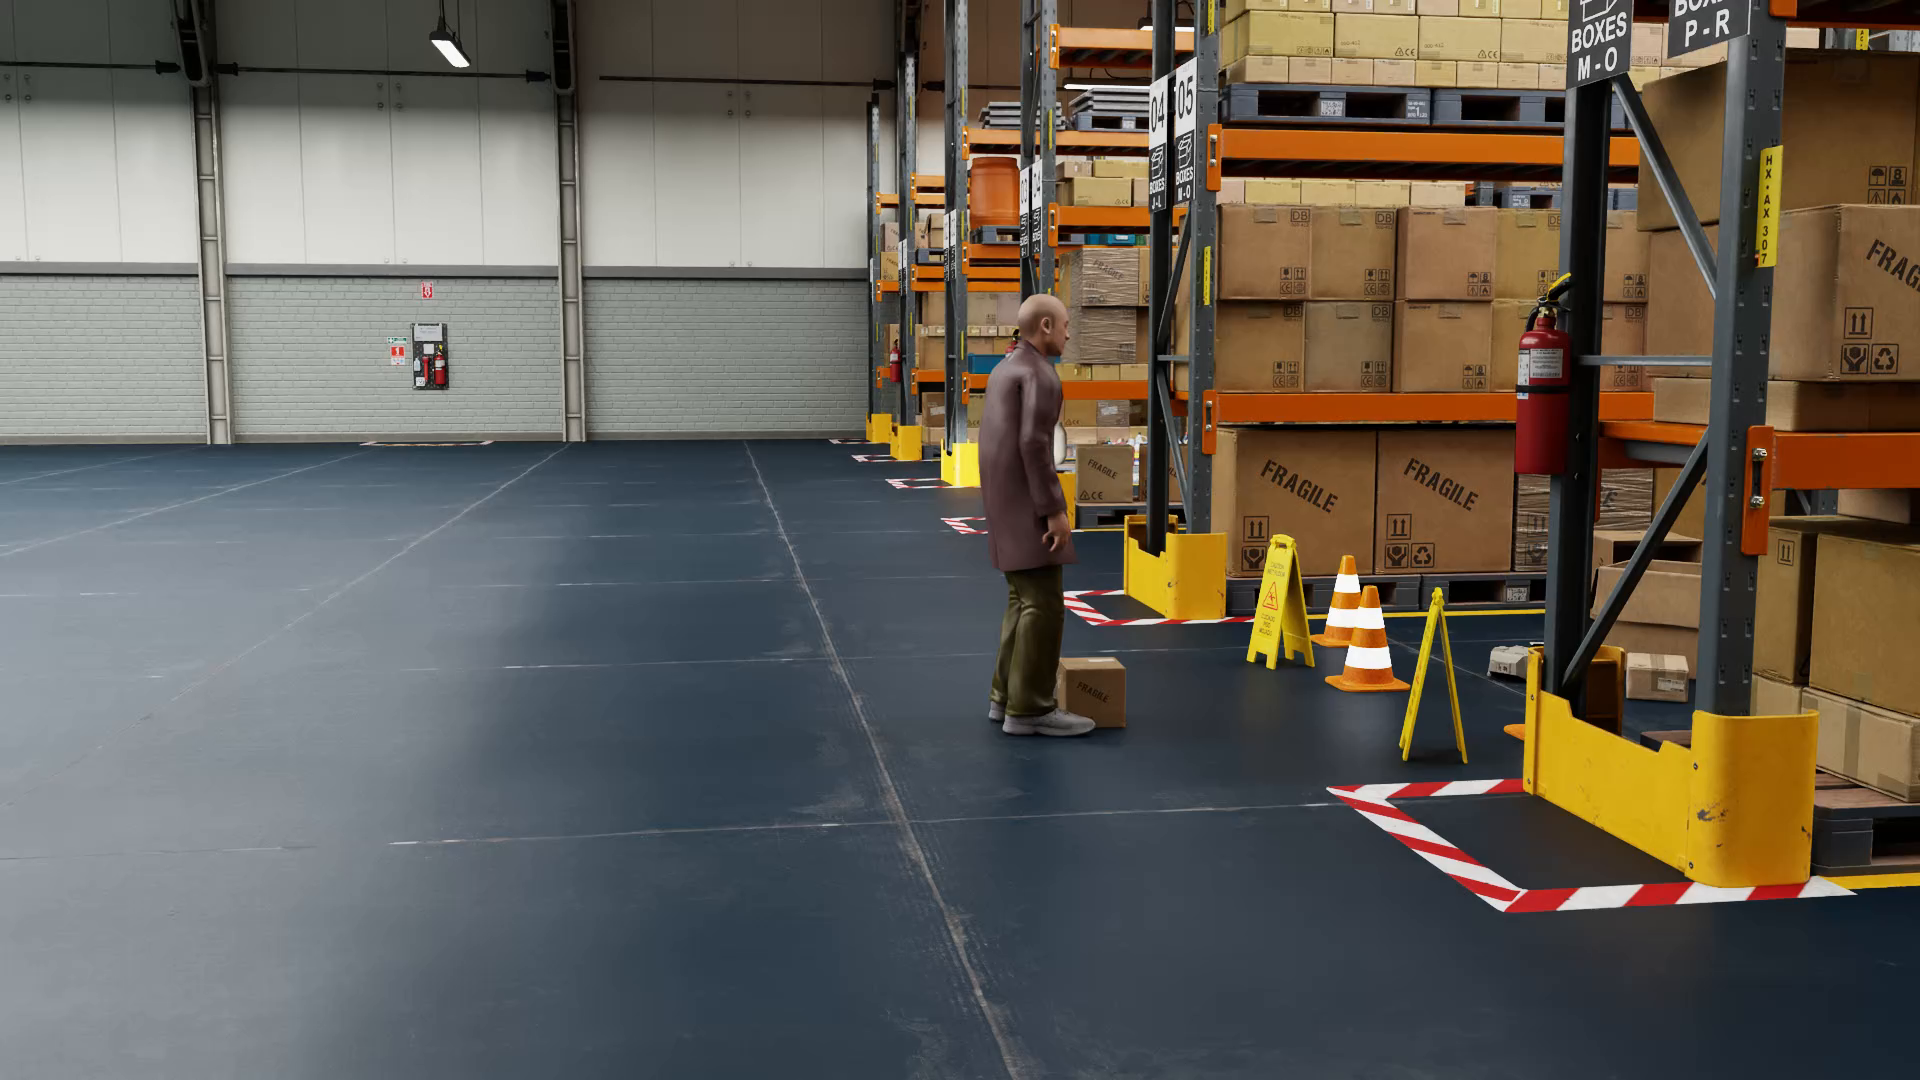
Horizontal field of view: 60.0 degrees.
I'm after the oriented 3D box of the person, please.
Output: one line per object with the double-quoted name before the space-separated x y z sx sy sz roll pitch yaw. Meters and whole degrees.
"person" 0.294 -0.118 6.836 0.427 1.773 0.651 -1 6 -12
